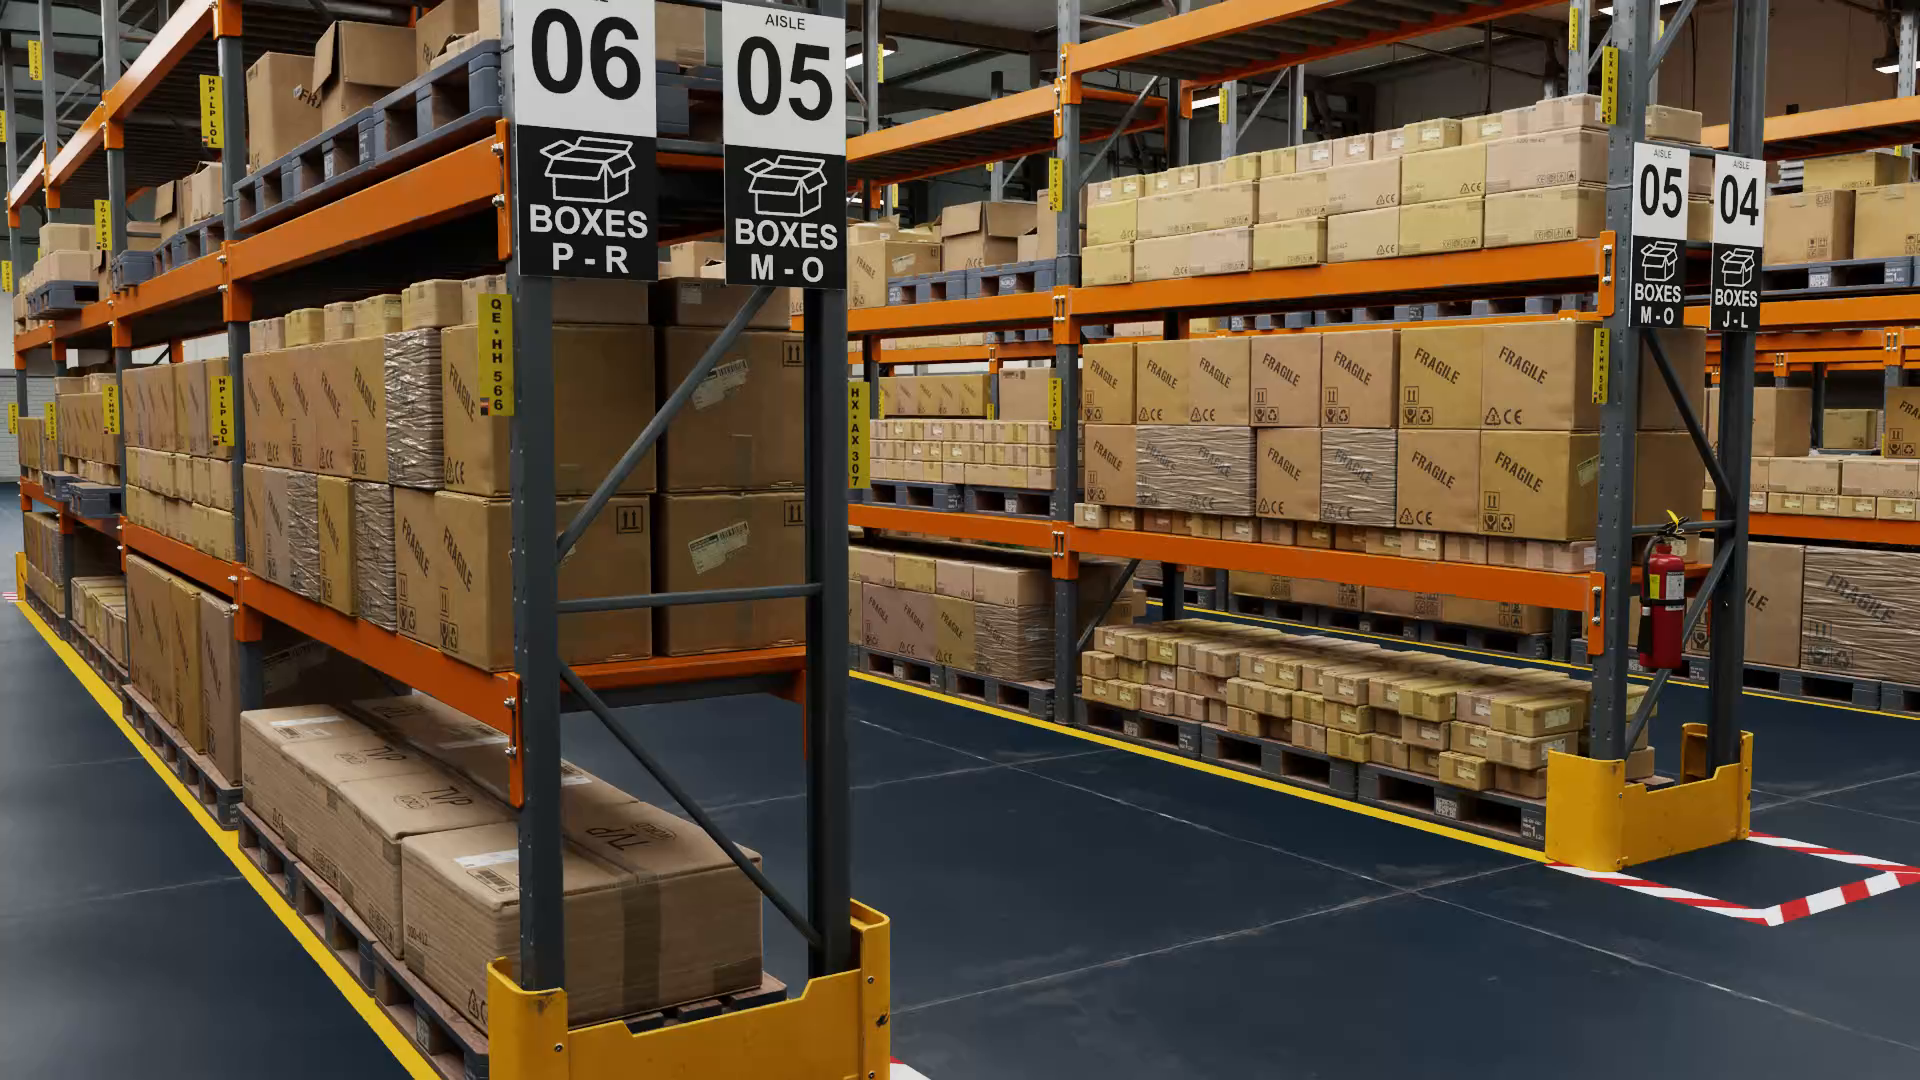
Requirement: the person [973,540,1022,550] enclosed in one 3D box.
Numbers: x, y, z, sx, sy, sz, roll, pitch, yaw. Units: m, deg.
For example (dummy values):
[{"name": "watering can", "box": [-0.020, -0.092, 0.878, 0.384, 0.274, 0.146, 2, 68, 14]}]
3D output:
[{"name": "person", "box": [0.393, -0.226, 17.500, 0.538, 1.735, 1.089, -3, 5, -29]}]
